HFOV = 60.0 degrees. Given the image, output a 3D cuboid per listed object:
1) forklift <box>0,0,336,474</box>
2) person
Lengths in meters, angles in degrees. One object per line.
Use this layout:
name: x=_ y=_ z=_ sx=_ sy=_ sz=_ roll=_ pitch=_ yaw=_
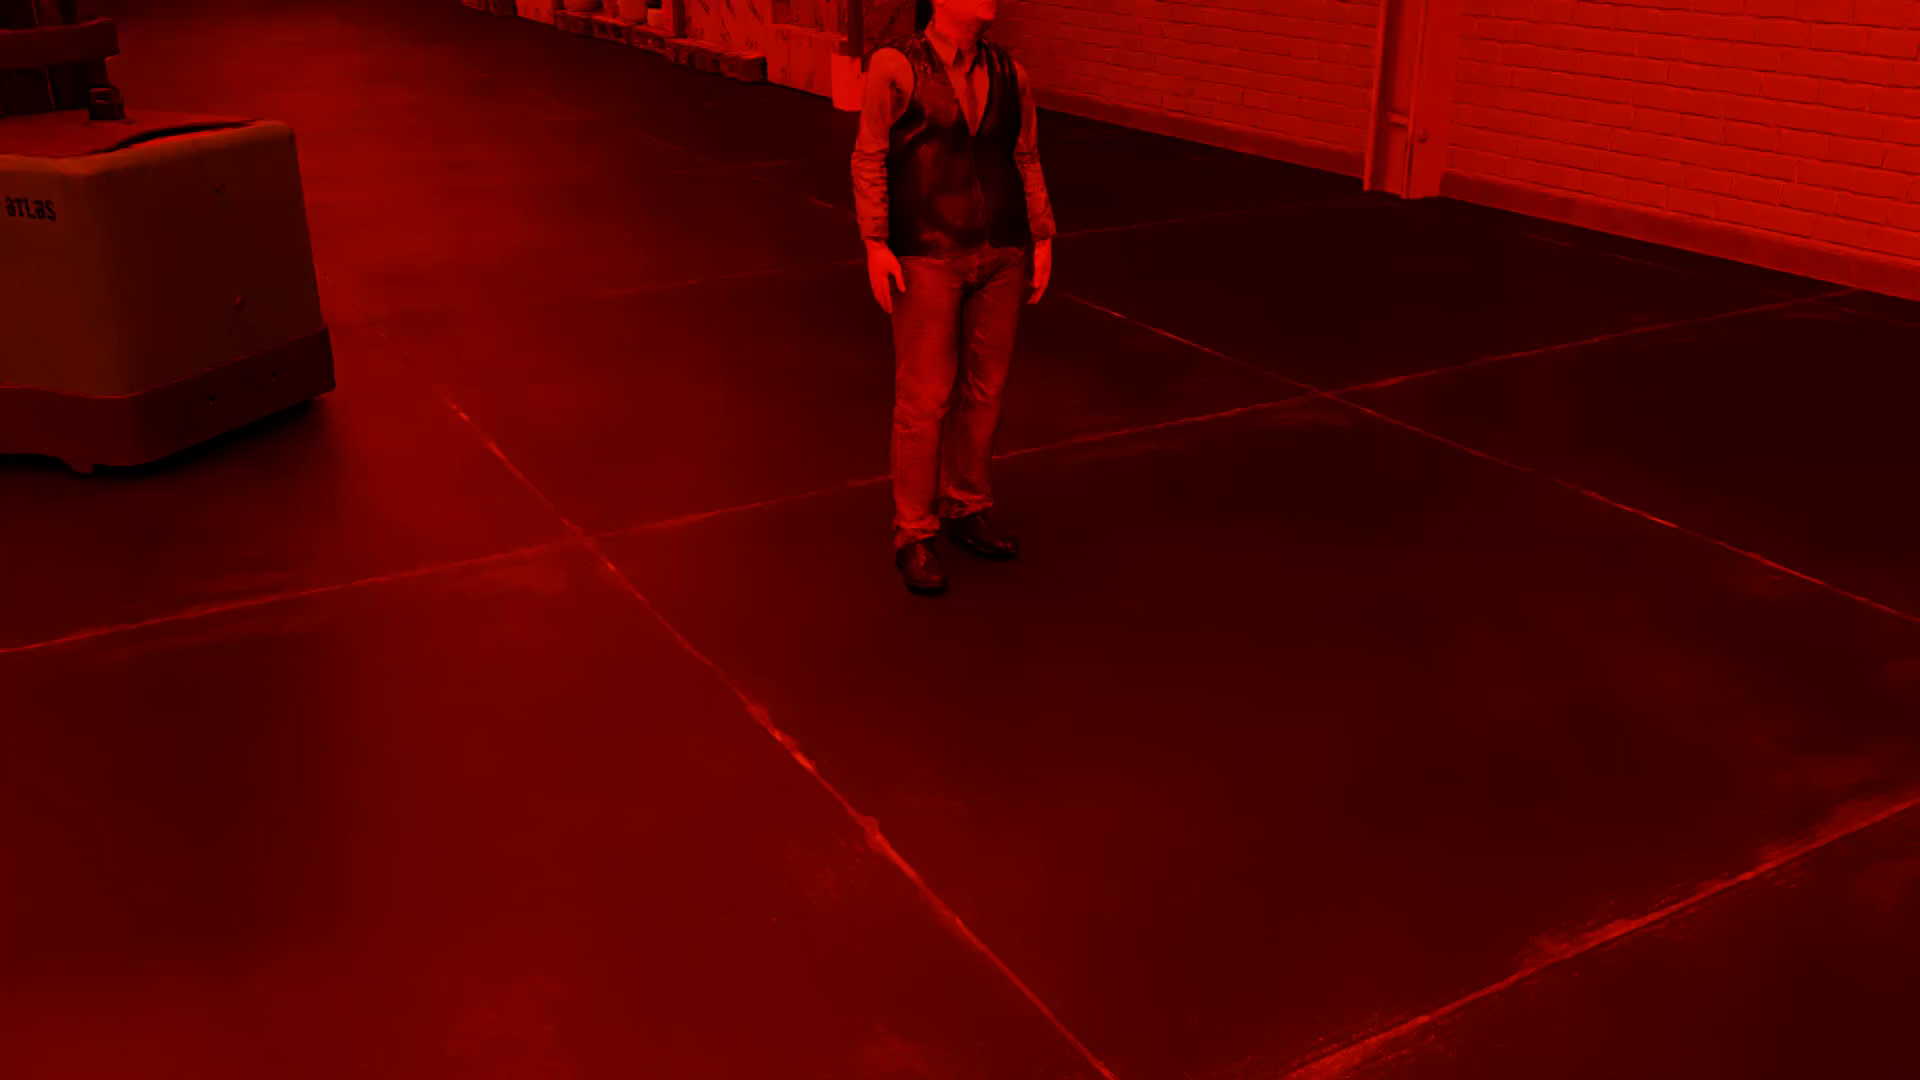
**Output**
forklift: x=-3.961 y=-1.917 z=5.945 sx=3.031 sy=2.935 sz=1.130 roll=8 pitch=24 yaw=20
person: x=0.024 y=-0.781 z=4.751 sx=0.632 sy=1.720 sz=0.567 roll=-12 pitch=25 yaw=-28
